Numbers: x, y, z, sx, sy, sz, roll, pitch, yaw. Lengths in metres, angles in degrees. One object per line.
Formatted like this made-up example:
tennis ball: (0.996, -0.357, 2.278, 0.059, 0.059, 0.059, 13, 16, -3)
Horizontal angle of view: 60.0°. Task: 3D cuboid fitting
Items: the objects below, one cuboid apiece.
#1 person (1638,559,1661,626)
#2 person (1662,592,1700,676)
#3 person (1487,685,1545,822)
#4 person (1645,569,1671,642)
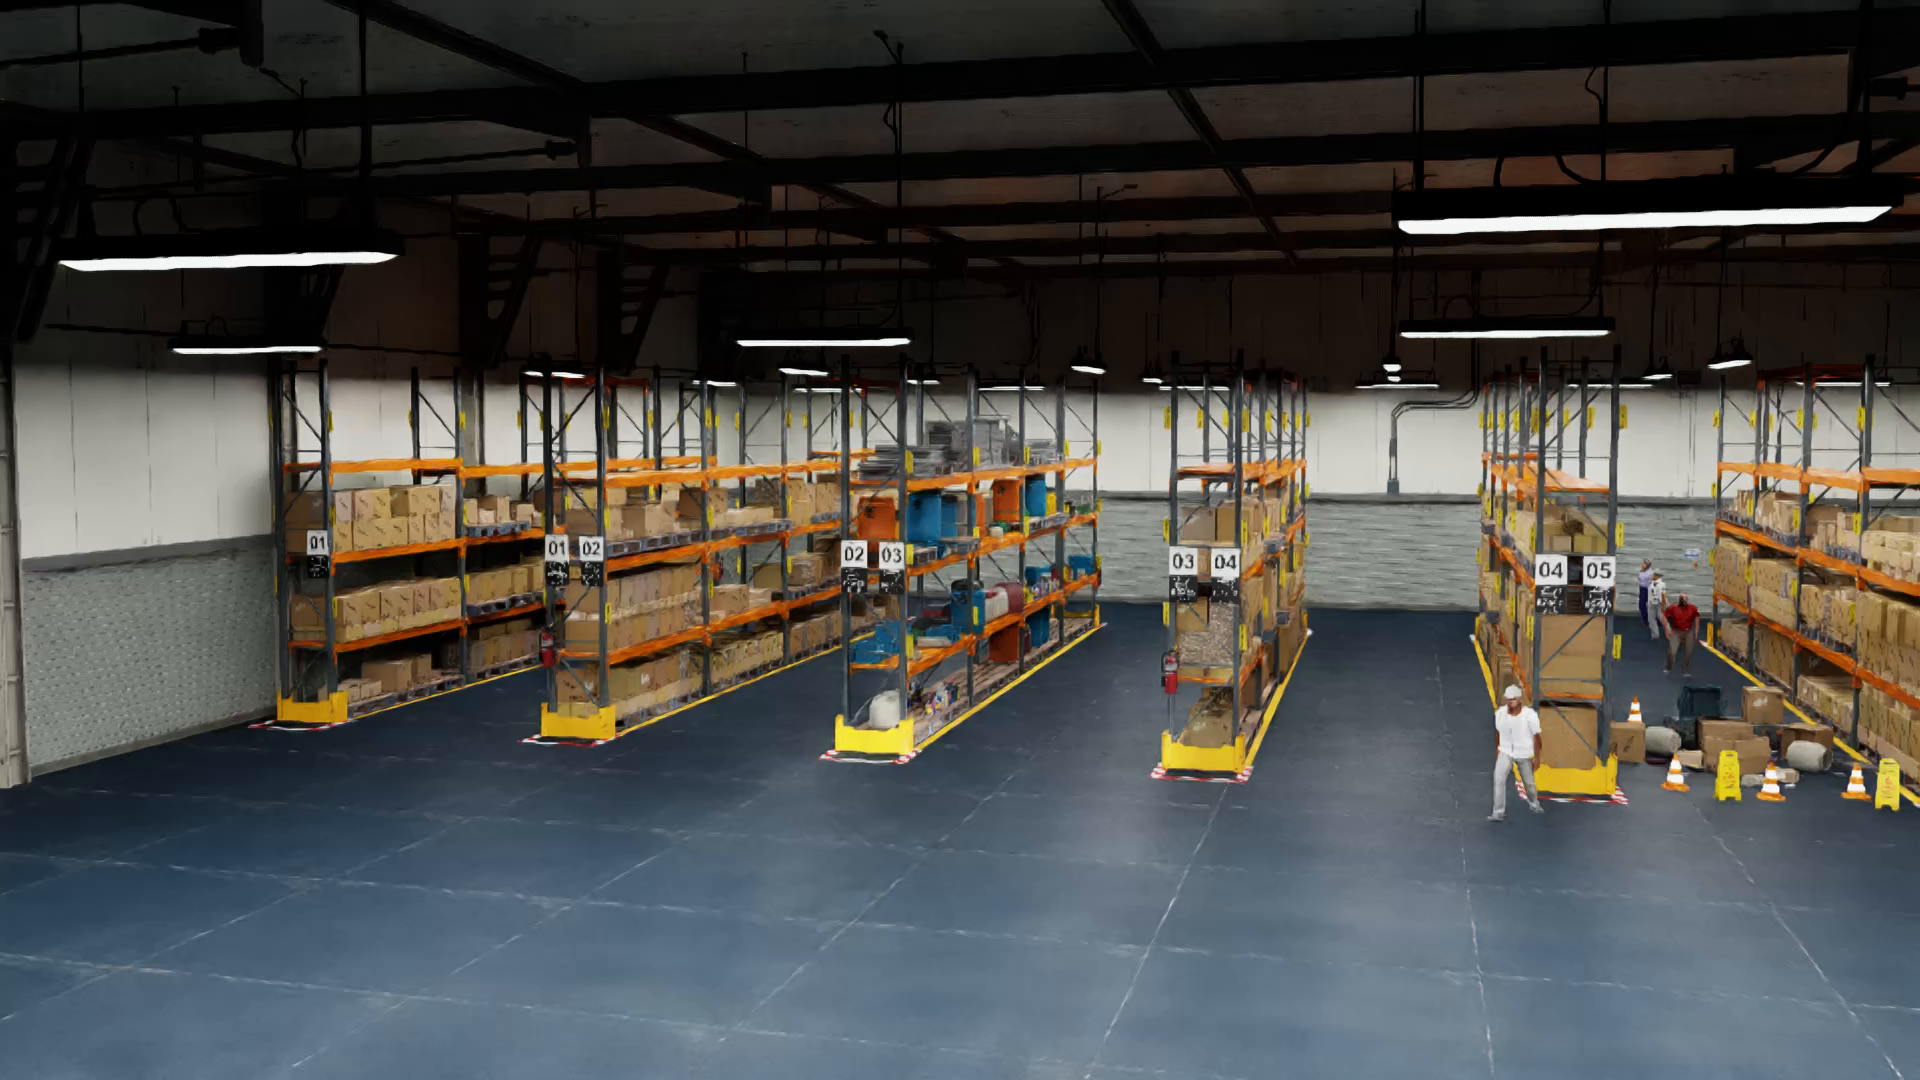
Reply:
person: (16.883, 1.269, 40.657, 0.552, 1.632, 0.548, -3, 5, -38)
person: (14.088, 1.834, 32.502, 0.682, 1.676, 0.535, 1, 4, 13)
person: (6.976, 2.658, 20.826, 0.616, 1.712, 0.970, 3, 5, 35)
person: (15.880, 1.477, 37.697, 0.551, 1.656, 0.596, -1, 4, -8)
